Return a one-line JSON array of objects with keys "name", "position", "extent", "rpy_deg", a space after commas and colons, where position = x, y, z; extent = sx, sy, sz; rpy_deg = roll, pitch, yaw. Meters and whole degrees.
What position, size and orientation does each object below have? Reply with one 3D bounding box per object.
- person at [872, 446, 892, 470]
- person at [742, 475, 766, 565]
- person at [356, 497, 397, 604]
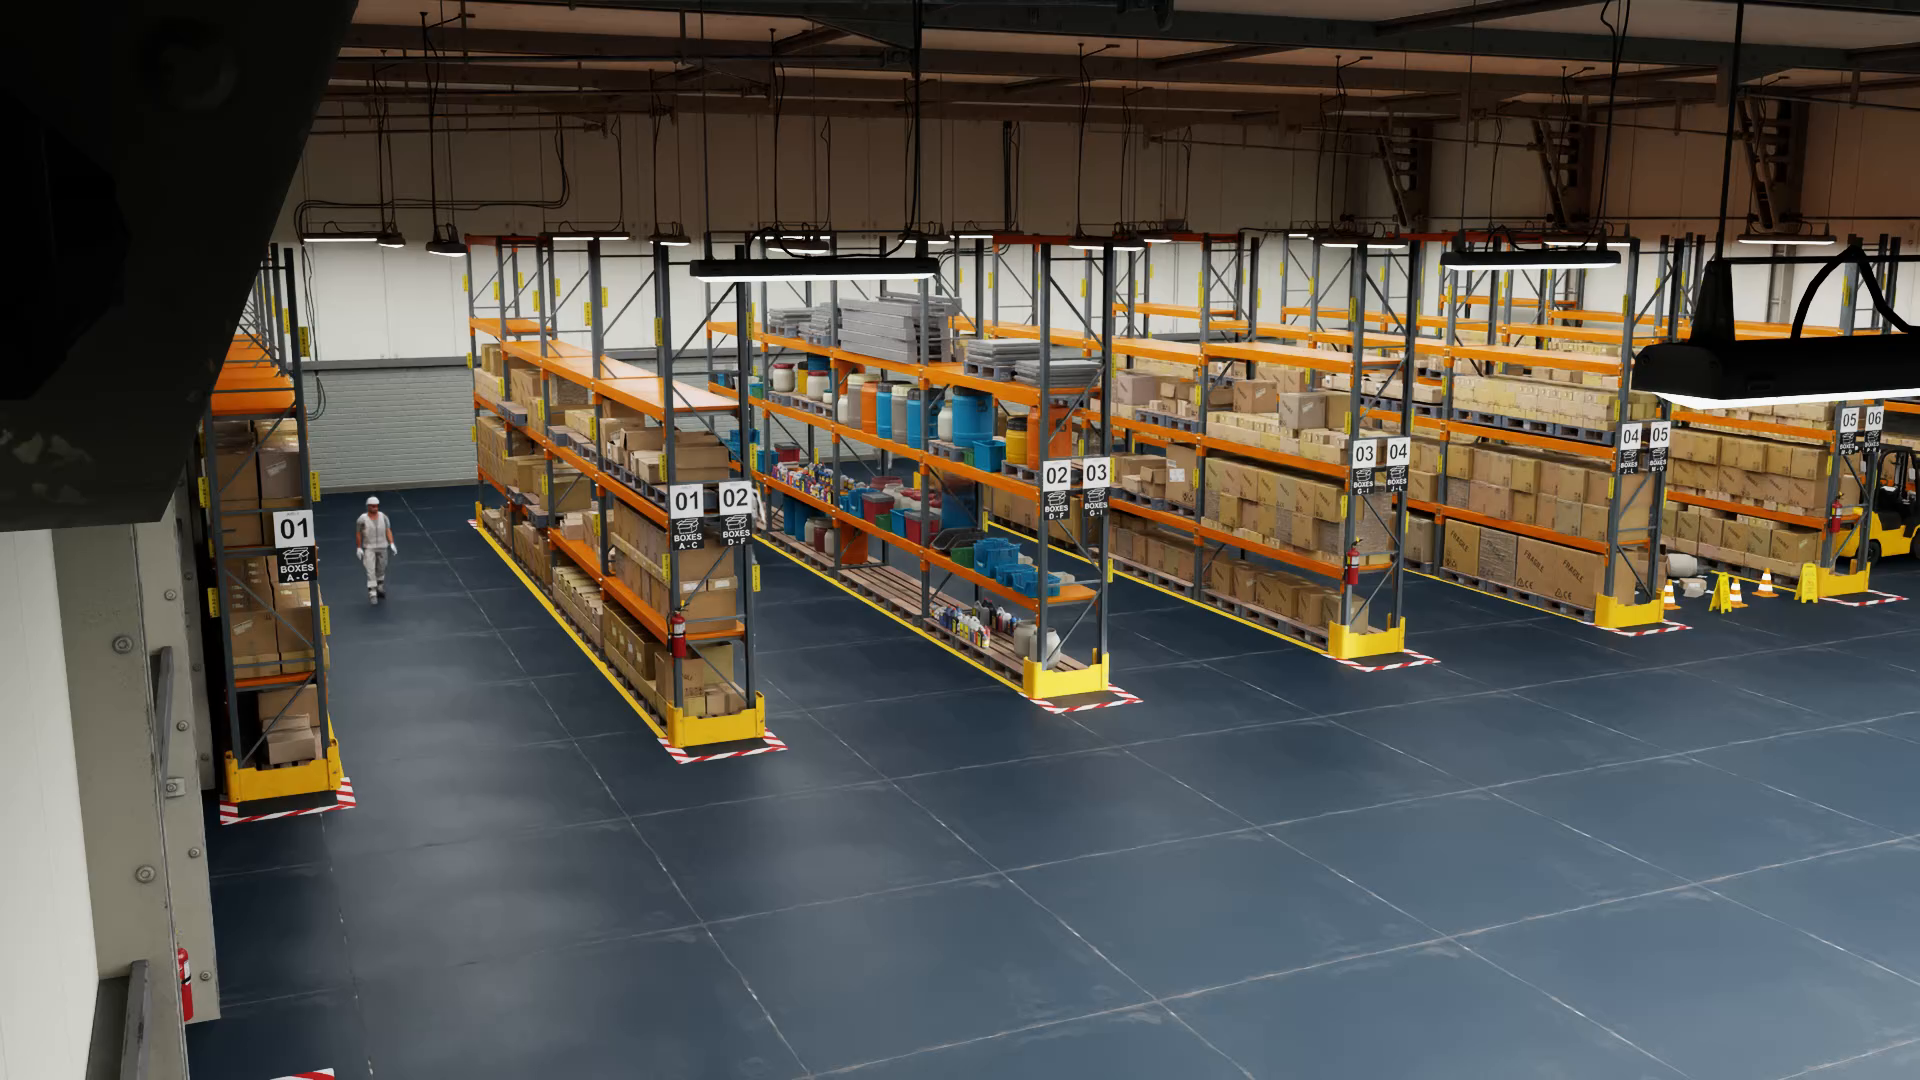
[{"name": "person", "position": [-1.937, -2.643, 42.140], "extent": [0.622, 1.802, 0.498], "rpy_deg": [8, 14, 37]}, {"name": "person", "position": [-3.912, -0.419, 30.914], "extent": [0.534, 1.615, 1.034], "rpy_deg": [-5, 12, -26]}, {"name": "person", "position": [-9.733, 0.129, 27.750], "extent": [0.618, 1.714, 1.070], "rpy_deg": [-6, 12, -28]}]
